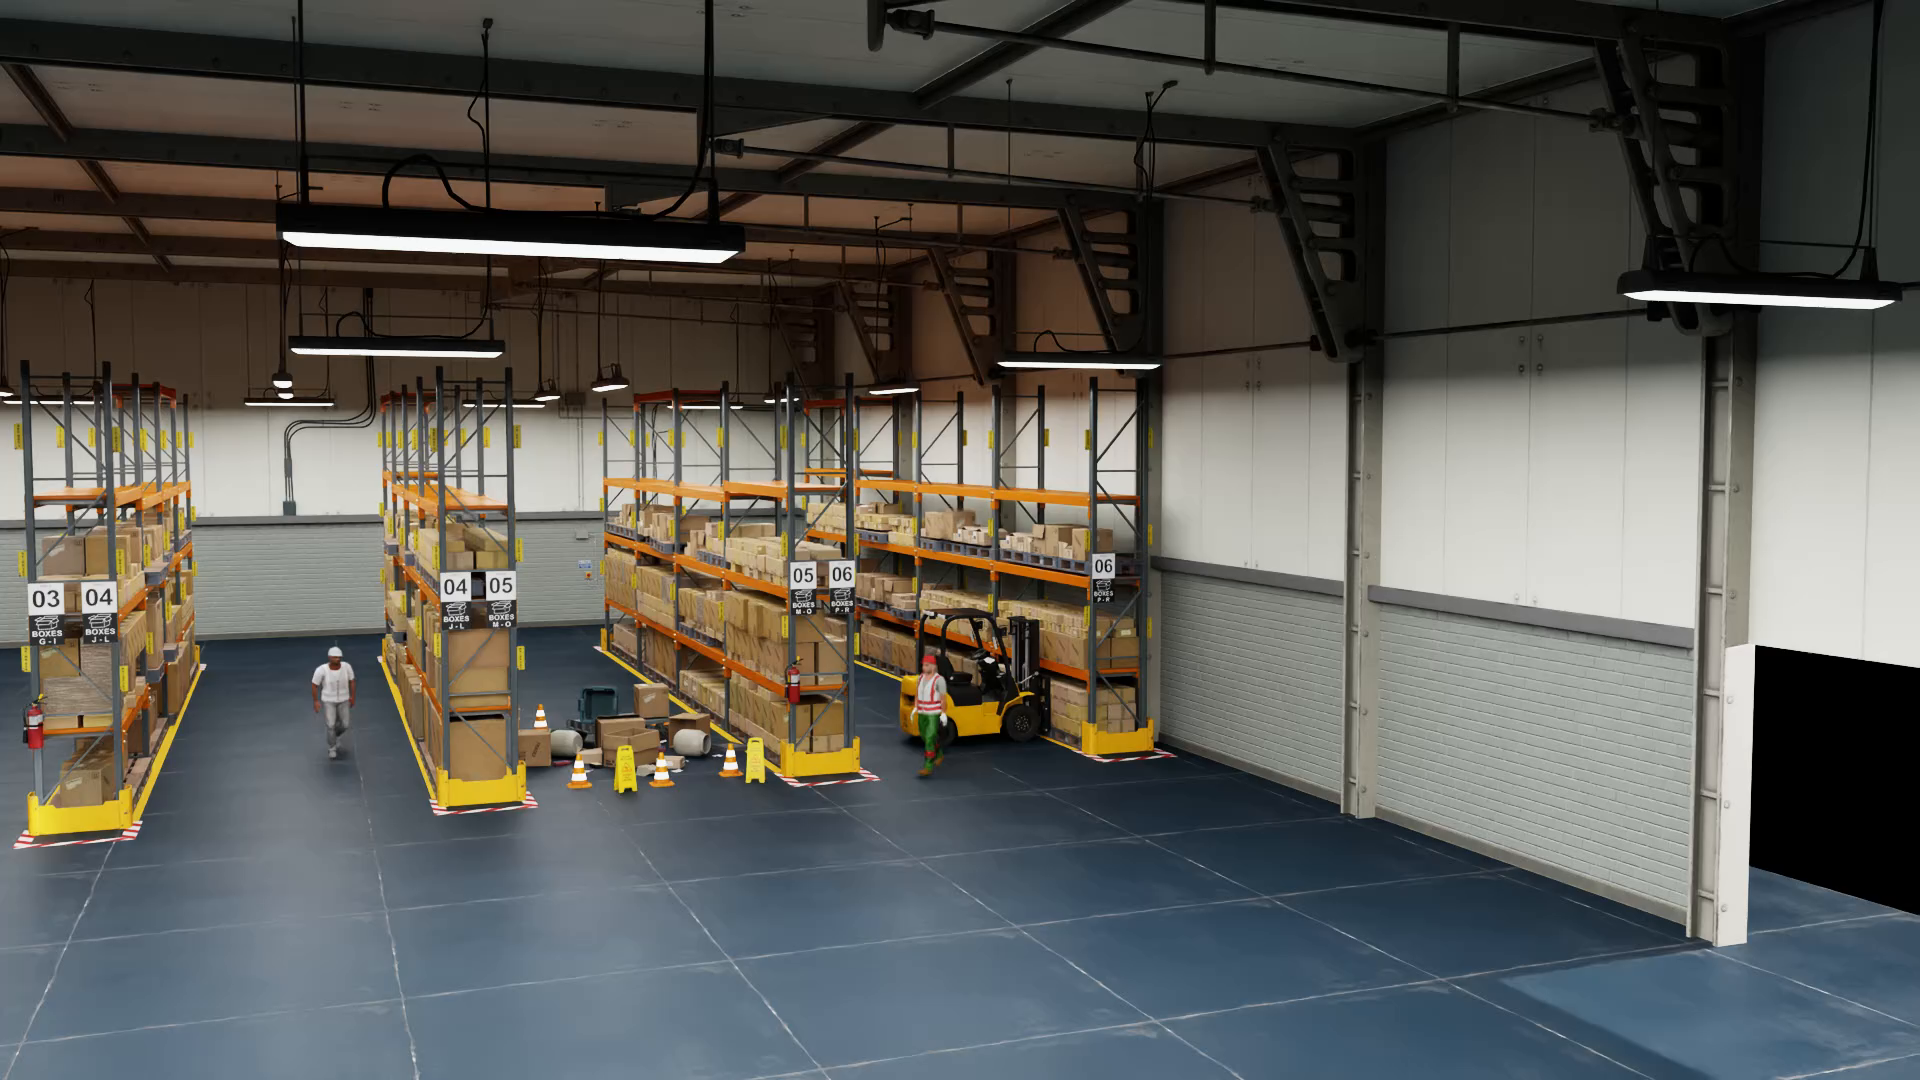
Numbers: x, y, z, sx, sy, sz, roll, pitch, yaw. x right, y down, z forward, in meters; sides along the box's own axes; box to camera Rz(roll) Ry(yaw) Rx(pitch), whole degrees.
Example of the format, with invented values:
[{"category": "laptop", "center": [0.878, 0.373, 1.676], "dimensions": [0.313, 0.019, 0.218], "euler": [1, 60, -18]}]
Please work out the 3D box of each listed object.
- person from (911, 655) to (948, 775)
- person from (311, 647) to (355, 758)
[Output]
[{"category": "person", "center": [-0.433, 2.610, 25.049], "dimensions": [0.520, 1.776, 0.854], "euler": [3, 5, 41]}, {"category": "person", "center": [-9.956, 2.550, 26.412], "dimensions": [0.659, 1.743, 0.656], "euler": [-2, 4, -36]}]
